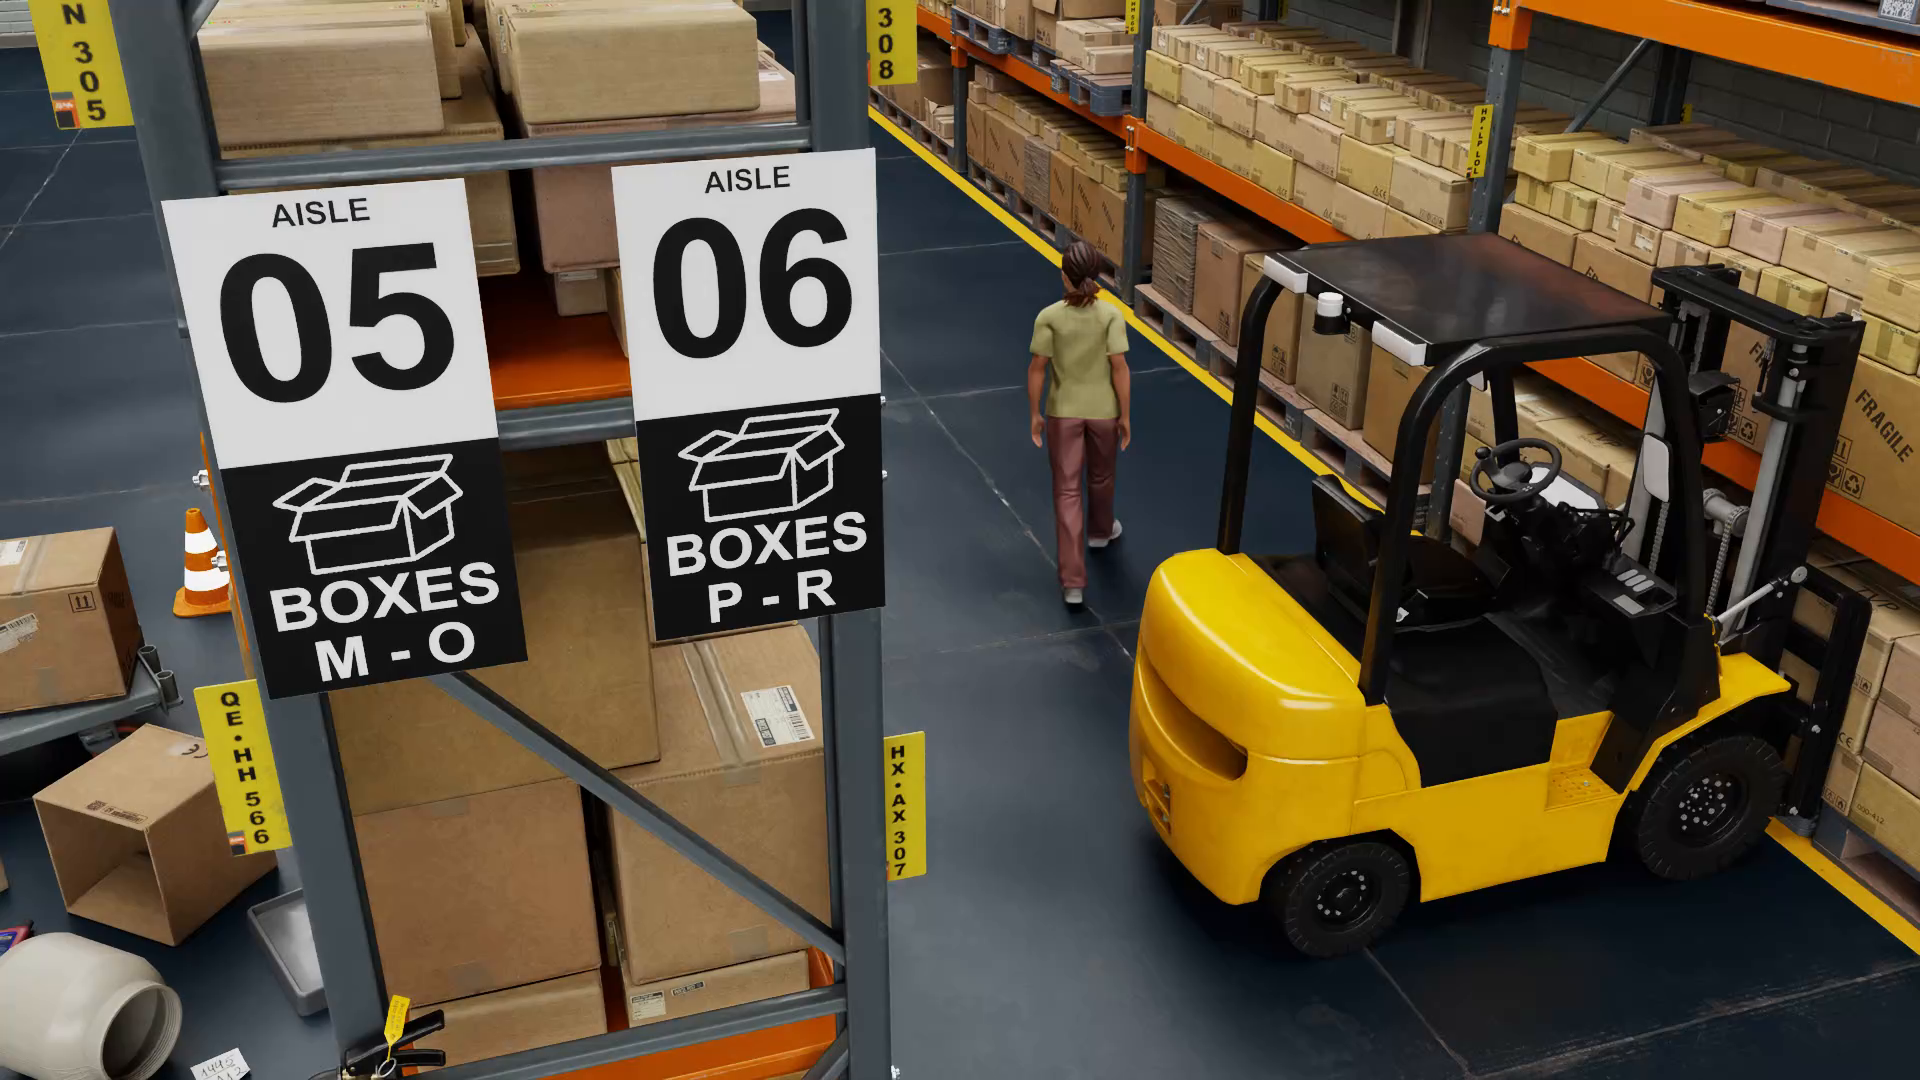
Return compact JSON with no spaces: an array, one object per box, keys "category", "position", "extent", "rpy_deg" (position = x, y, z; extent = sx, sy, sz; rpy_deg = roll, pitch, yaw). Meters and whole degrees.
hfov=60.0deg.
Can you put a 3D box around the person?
[{"category":"person","position":[0.577,-0.587,7.835],"extent":[0.522,1.602,0.891],"rpy_deg":[0,26,-1]}]
